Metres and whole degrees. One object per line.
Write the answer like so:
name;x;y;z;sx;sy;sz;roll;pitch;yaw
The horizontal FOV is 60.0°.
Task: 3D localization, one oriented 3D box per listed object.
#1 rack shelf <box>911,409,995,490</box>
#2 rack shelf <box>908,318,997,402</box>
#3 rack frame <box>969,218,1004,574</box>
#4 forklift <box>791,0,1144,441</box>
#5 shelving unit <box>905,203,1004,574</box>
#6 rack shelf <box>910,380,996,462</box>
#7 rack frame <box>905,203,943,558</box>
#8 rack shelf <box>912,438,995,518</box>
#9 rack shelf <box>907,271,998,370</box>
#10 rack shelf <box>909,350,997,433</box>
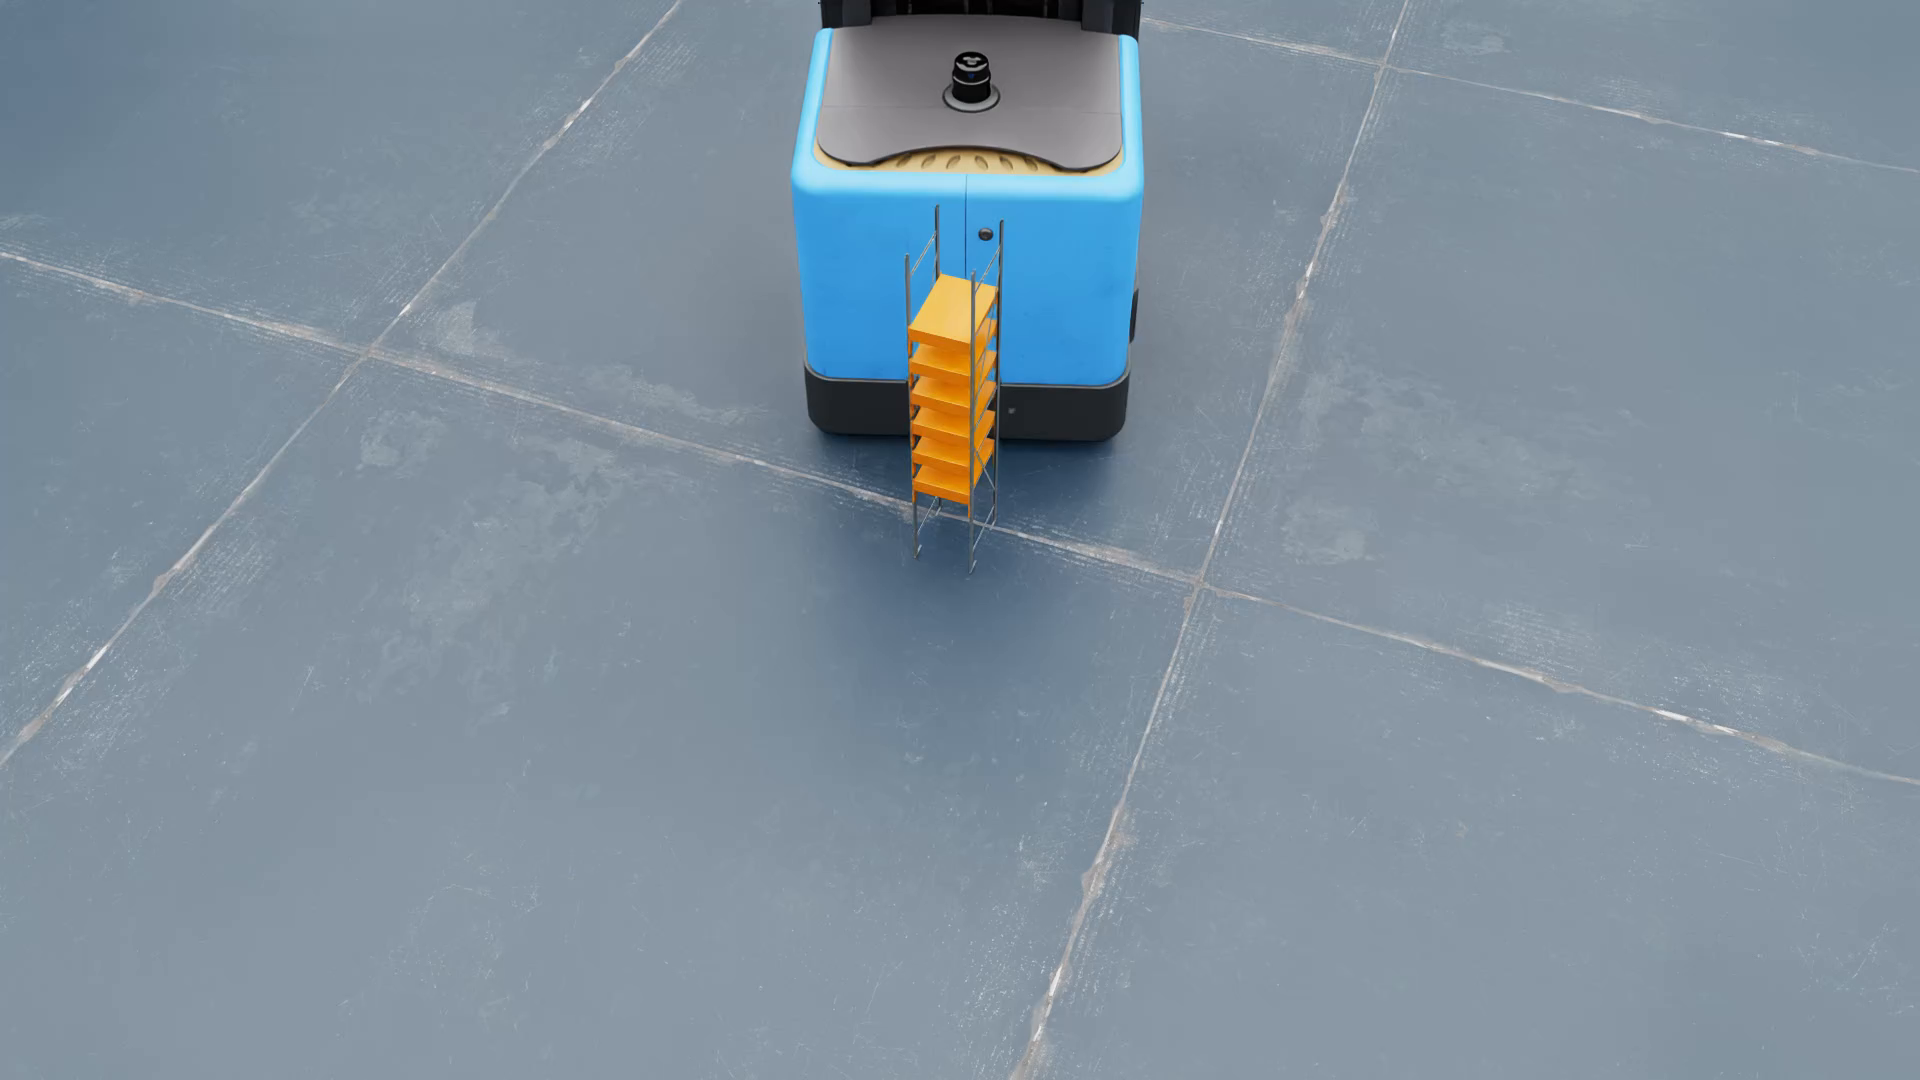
rack shelf;-0.014;-0.289;4.924;0.180;0.103;0.258;16;51;13
rack shelf;-0.014;-0.525;4.652;0.180;0.103;0.258;16;51;13
rack frame;0.072;-0.373;4.779;0.006;1.200;0.240;16;51;13
forklift;0.081;-2.392;5.384;1.130;2.935;3.031;2;49;2
shelving unit;-0.014;-0.397;4.800;0.189;1.200;0.258;16;51;13
rack shelf;-0.014;-0.368;4.833;0.180;0.103;0.258;16;51;13
rack frame;-0.099;-0.421;4.821;0.006;1.200;0.240;16;51;13
rack shelf;-0.014;-0.210;5.015;0.180;0.103;0.258;16;51;13
rack shelf;-0.014;-0.603;4.561;0.180;0.103;0.258;16;51;13
rack shelf;-0.014;-0.446;4.743;0.180;0.103;0.258;16;51;13
